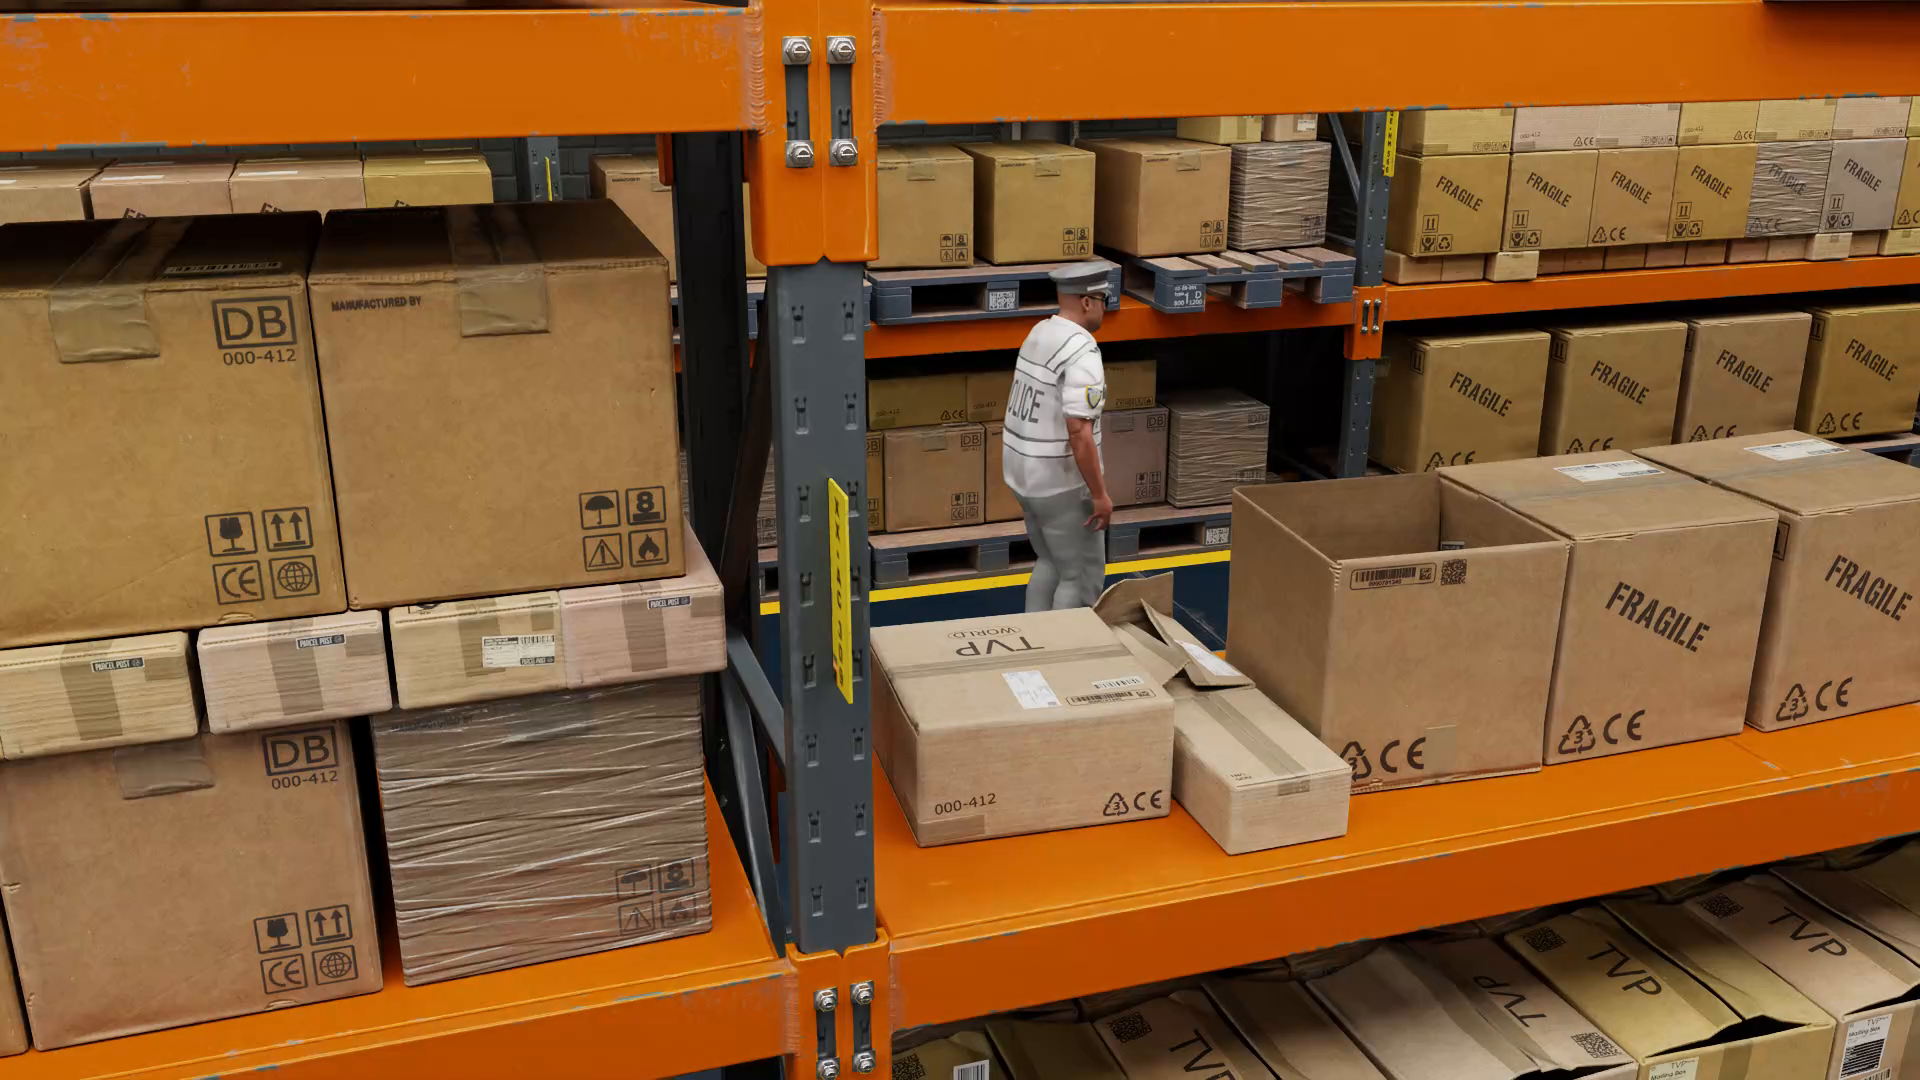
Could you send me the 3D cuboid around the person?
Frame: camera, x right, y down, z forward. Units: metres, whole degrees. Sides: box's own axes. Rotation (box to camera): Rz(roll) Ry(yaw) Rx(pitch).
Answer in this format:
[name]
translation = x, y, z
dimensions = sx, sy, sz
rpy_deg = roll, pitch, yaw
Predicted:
[person]
translation = 0.408, -0.242, 6.753
dimensions = 0.431, 1.748, 0.599
rpy_deg = -7, 20, -19
